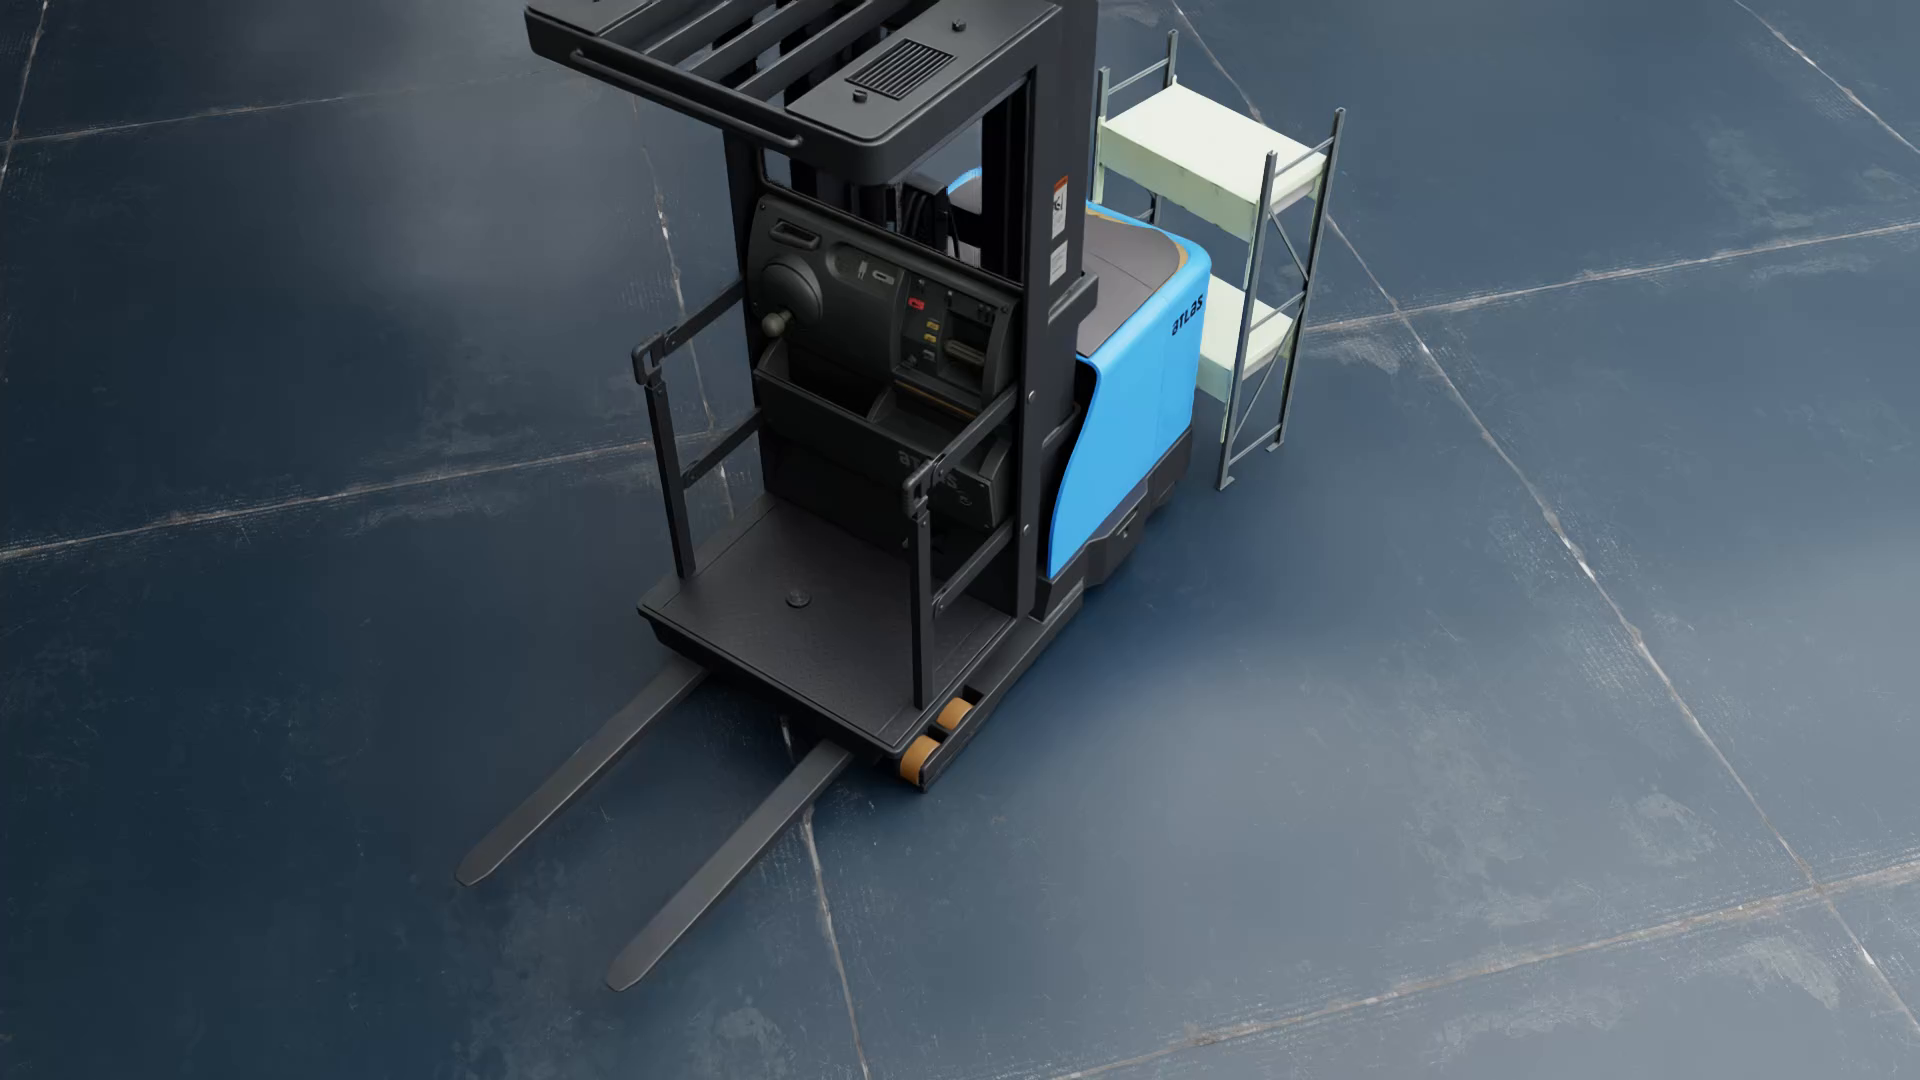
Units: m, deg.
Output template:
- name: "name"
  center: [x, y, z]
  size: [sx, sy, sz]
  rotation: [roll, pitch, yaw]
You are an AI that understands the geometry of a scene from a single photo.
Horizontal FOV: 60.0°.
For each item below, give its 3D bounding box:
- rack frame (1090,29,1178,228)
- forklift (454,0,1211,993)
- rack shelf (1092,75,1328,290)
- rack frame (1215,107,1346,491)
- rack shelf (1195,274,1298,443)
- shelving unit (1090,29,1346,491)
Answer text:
- name: "rack frame"
  center: [0.628, -1.193, 6.369]
  size: [0.400, 1.500, 0.023]
  rotation: [-35, 55, -29]
- name: "forklift"
  center: [-0.370, -0.616, 4.801]
  size: [1.130, 2.935, 3.031]
  rotation: [26, 51, 24]
- name: "rack shelf"
  center: [0.884, -1.280, 5.908]
  size: [0.431, 0.370, 0.720]
  rotation: [-35, 55, -29]
- name: "rack frame"
  center: [1.141, -0.820, 6.003]
  size: [0.400, 1.500, 0.023]
  rotation: [-35, 55, -29]
- name: "rack shelf"
  center: [0.884, -0.778, 6.419]
  size: [0.431, 0.370, 0.720]
  rotation: [-35, 55, -29]
- name: "shelving unit"
  center: [0.884, -1.006, 6.186]
  size: [0.431, 1.500, 0.755]
  rotation: [-35, 55, -29]
